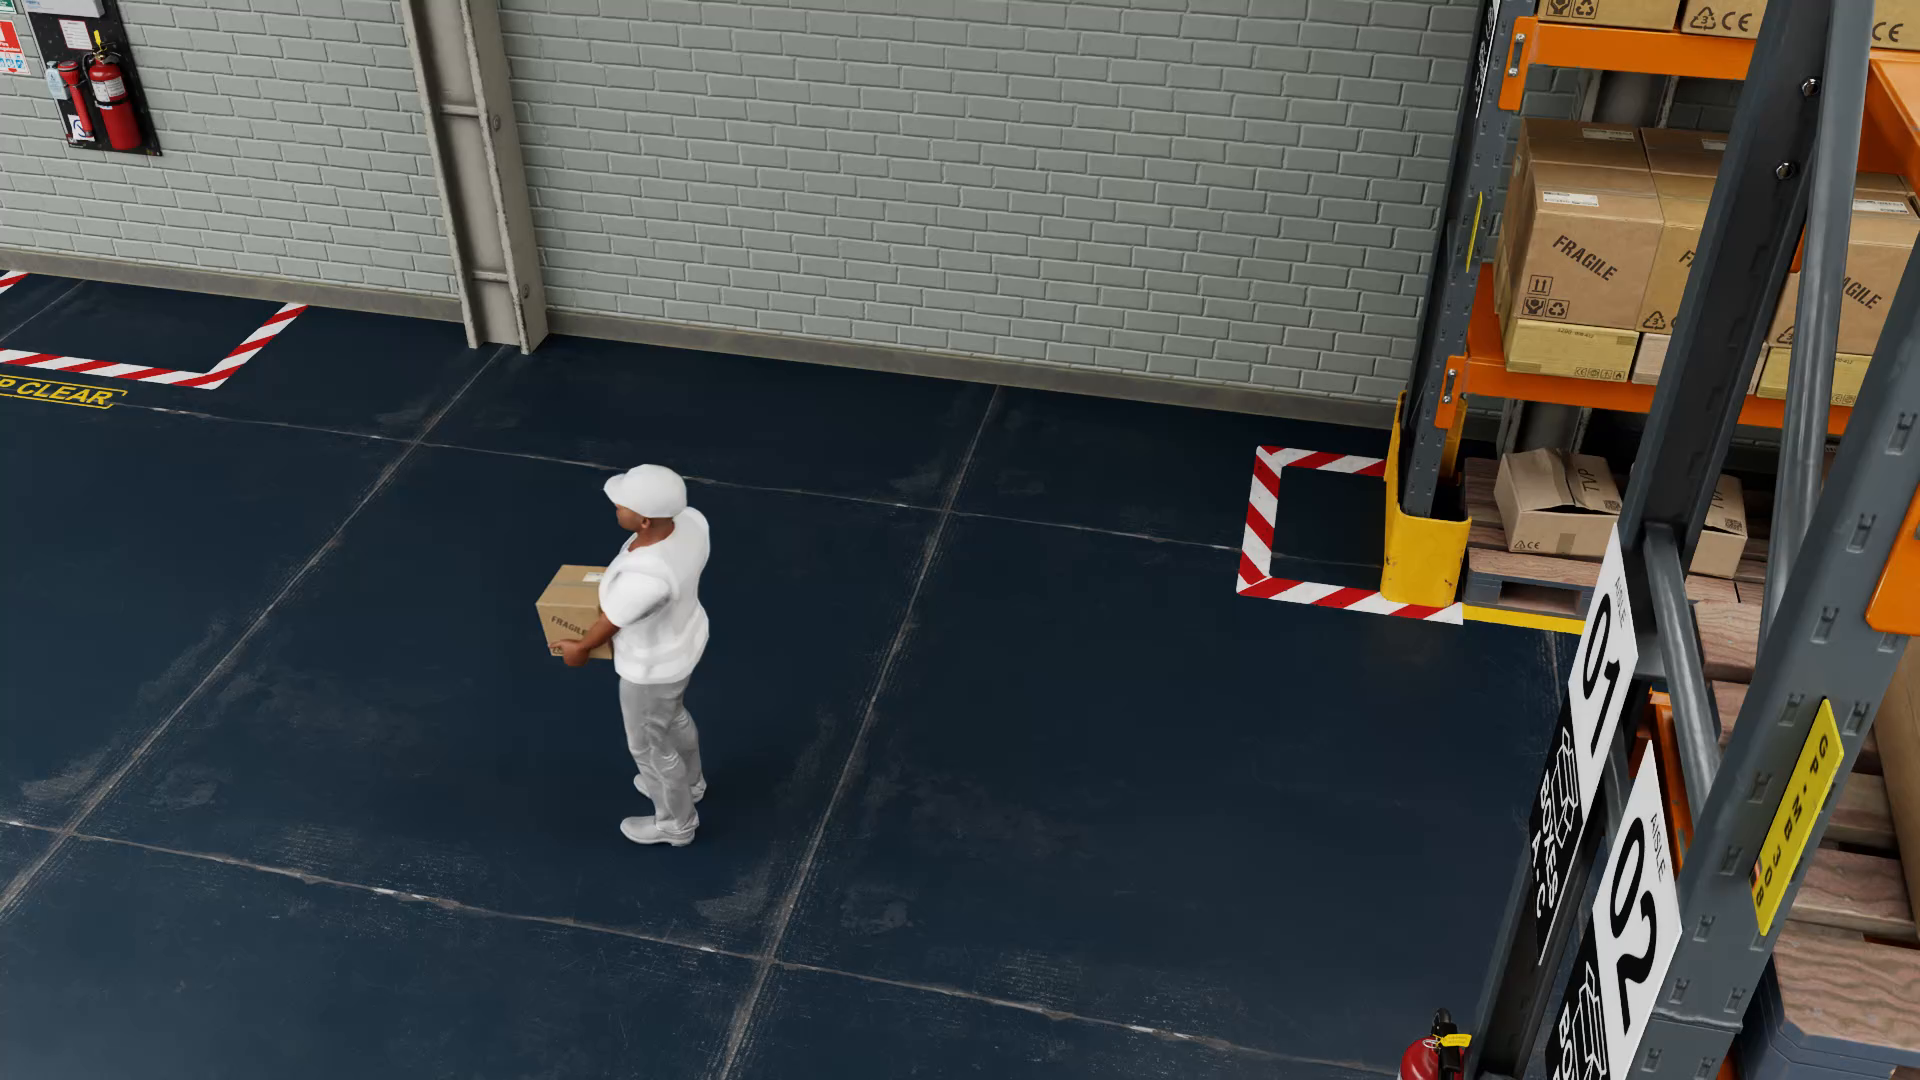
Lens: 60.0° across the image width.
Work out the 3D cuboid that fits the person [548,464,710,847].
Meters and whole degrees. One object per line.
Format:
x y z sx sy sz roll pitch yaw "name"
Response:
-1.245 0.428 6.369 0.586 1.762 0.502 7 37 10 "person"
